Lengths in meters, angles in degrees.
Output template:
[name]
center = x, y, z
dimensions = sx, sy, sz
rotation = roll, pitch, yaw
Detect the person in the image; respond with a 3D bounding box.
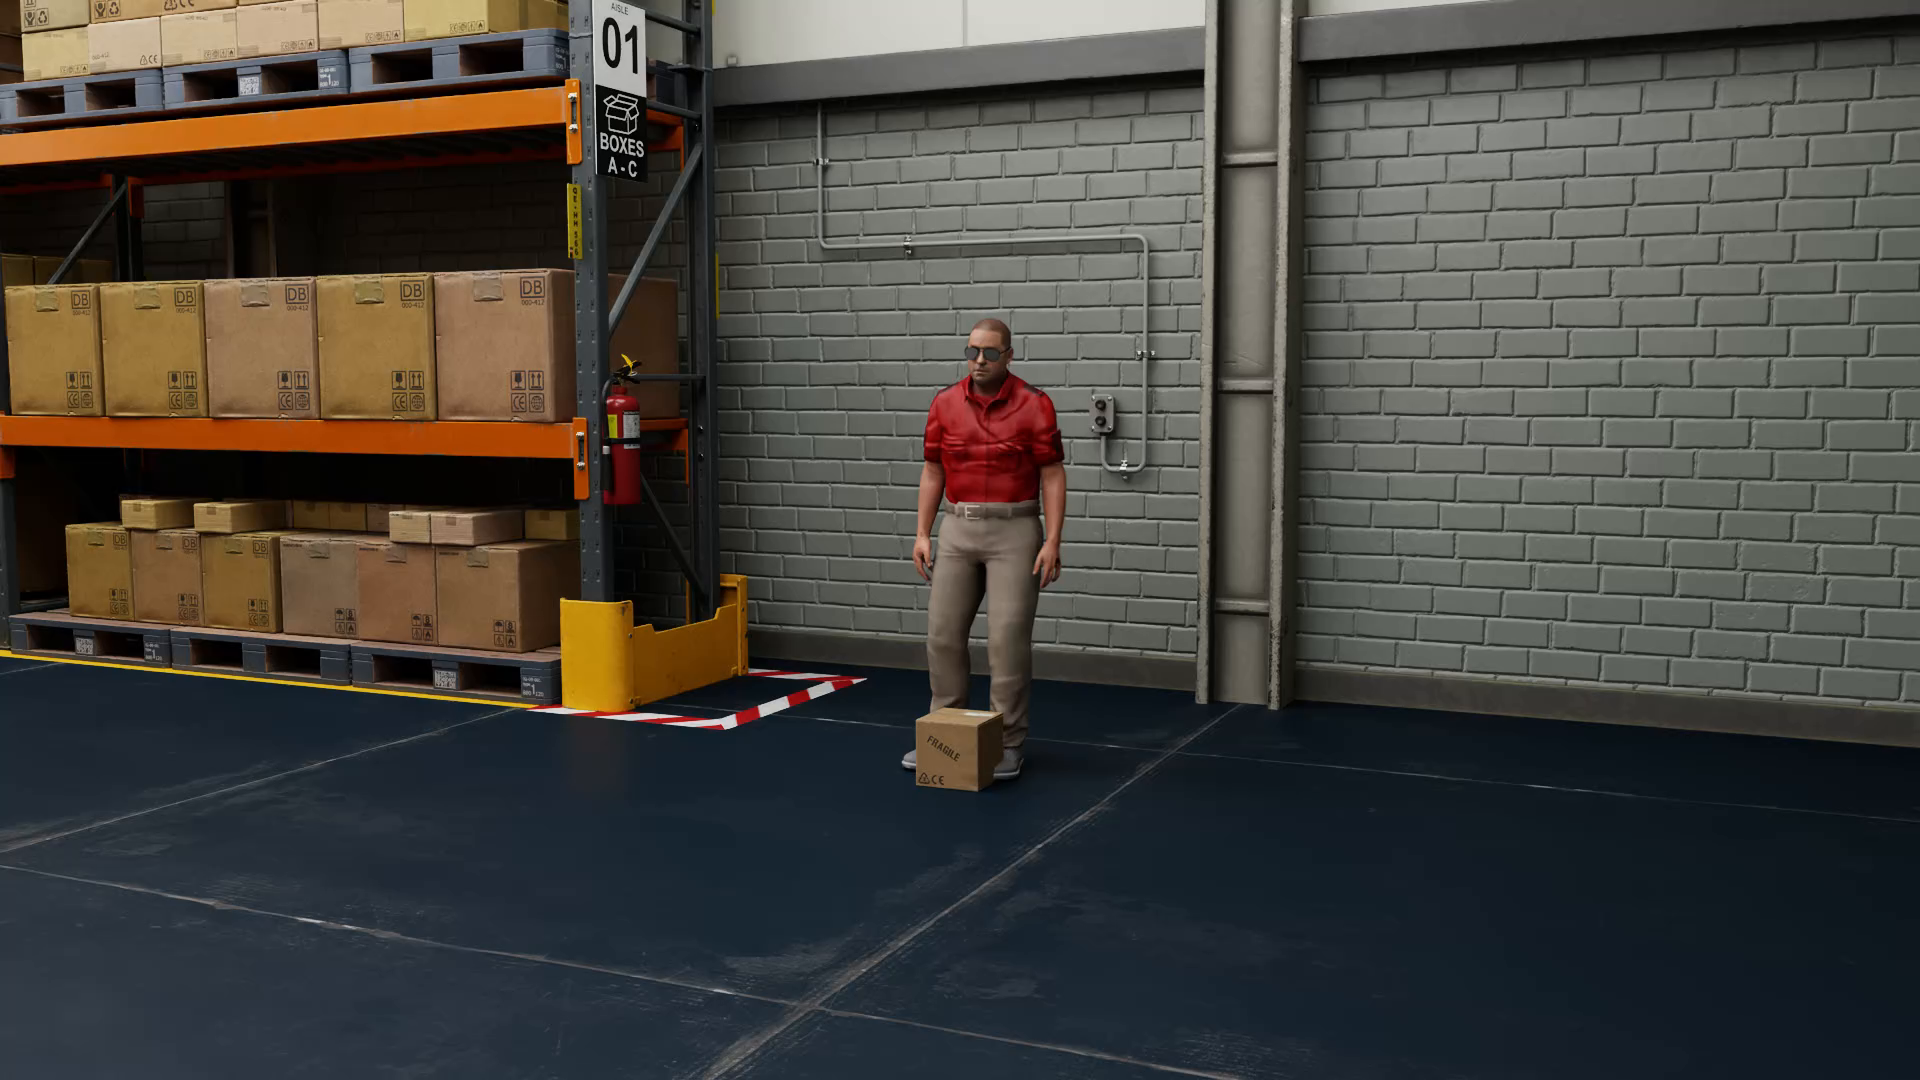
[person]
center = 0.095, 0.024, 6.355
dimensions = 0.606, 1.726, 0.435
rotation = 2, 6, 20
